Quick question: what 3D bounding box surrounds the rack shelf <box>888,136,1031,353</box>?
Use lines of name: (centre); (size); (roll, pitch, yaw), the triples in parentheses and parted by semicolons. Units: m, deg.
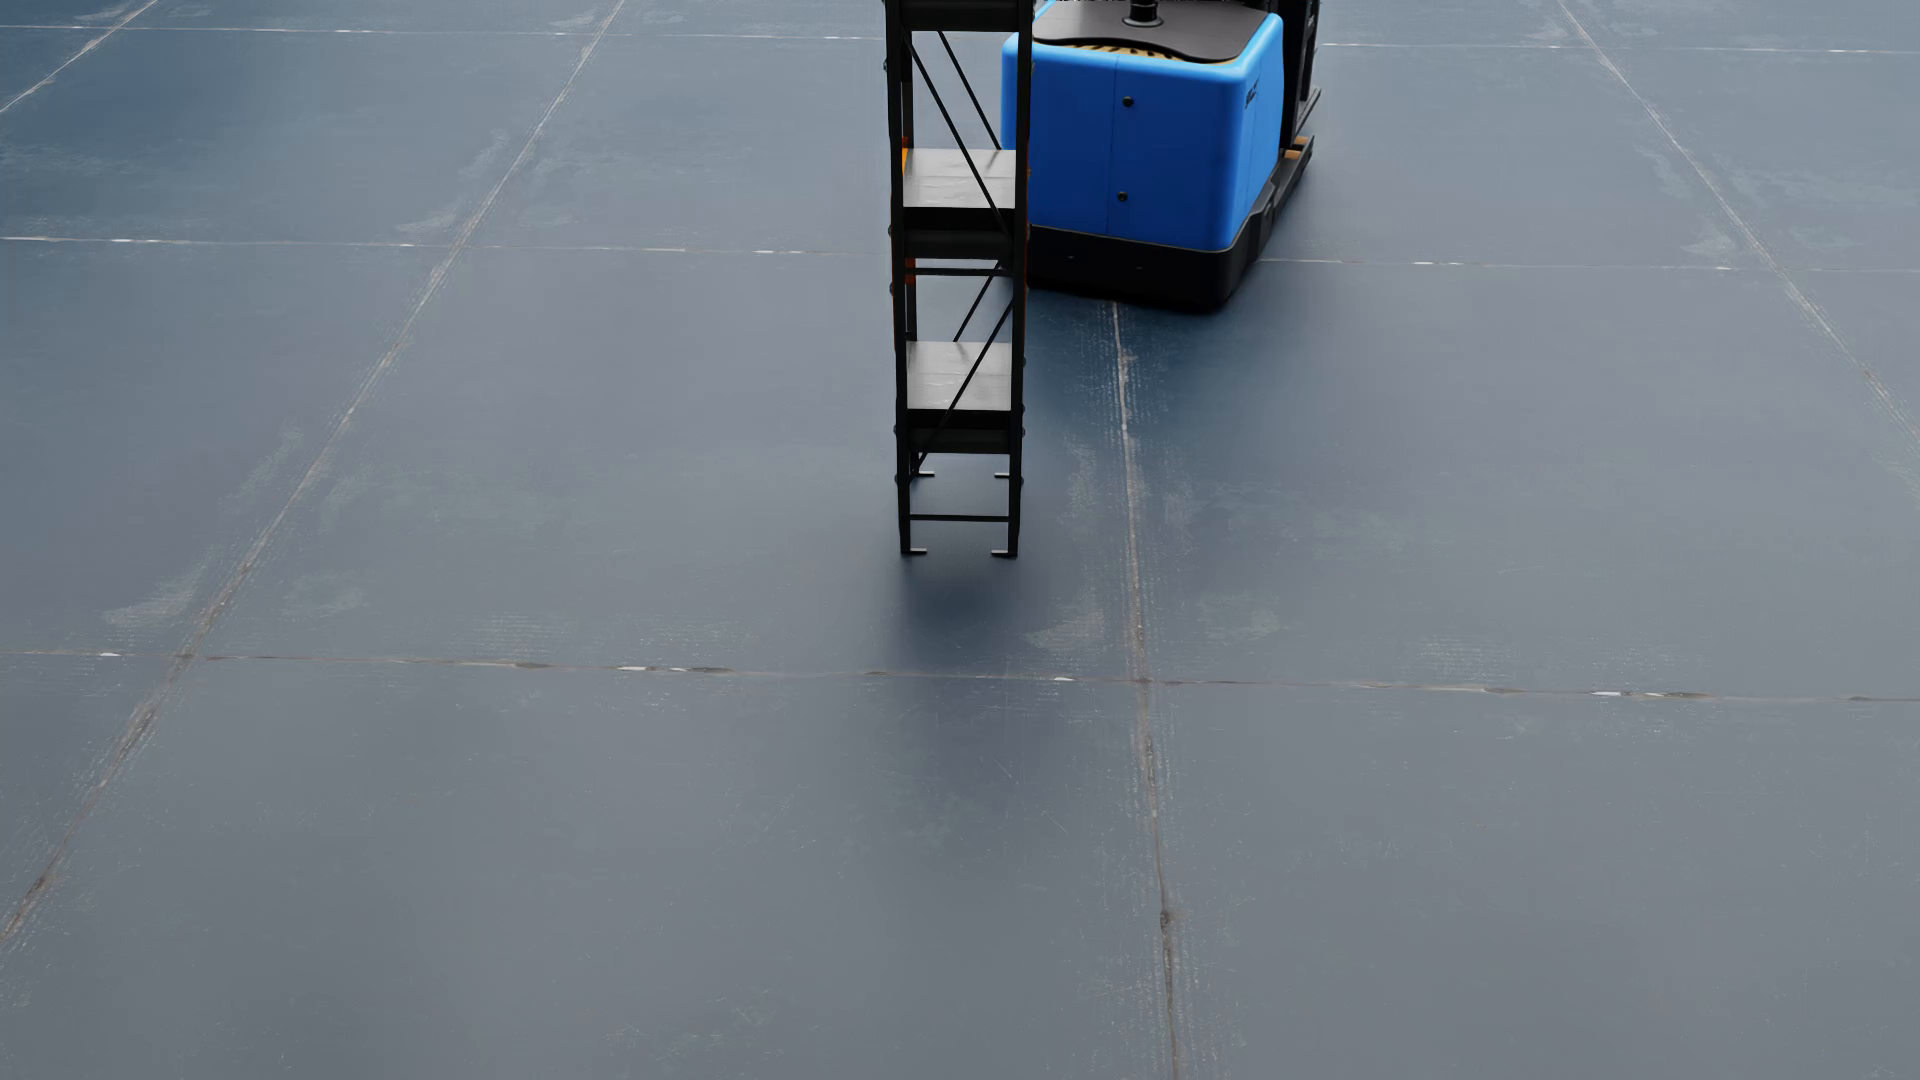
rack shelf: (0.007, -0.943, 5.289); (0.431, 0.518, 0.480); (1, 35, 2)

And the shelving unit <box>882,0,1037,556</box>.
shelving unit: (0.007, -0.954, 5.282); (0.431, 2.100, 0.503); (1, 35, 2)

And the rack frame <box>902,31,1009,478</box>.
rack frame: (0.016, -1.094, 5.481); (0.400, 2.100, 0.015); (1, 35, 2)

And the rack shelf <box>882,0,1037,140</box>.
rack shelf: (0.007, -1.516, 4.887); (0.431, 0.518, 0.480); (1, 35, 2)

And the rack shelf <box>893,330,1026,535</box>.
rack shelf: (0.007, -0.370, 5.692); (0.431, 0.518, 0.480); (1, 35, 2)

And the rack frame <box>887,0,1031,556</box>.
rack frame: (-0.003, -0.814, 5.082); (0.400, 2.100, 0.015); (1, 35, 2)

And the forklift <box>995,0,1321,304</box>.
forklift: (1.148, -3.043, 7.530); (1.130, 2.935, 3.031); (12, 37, 17)
